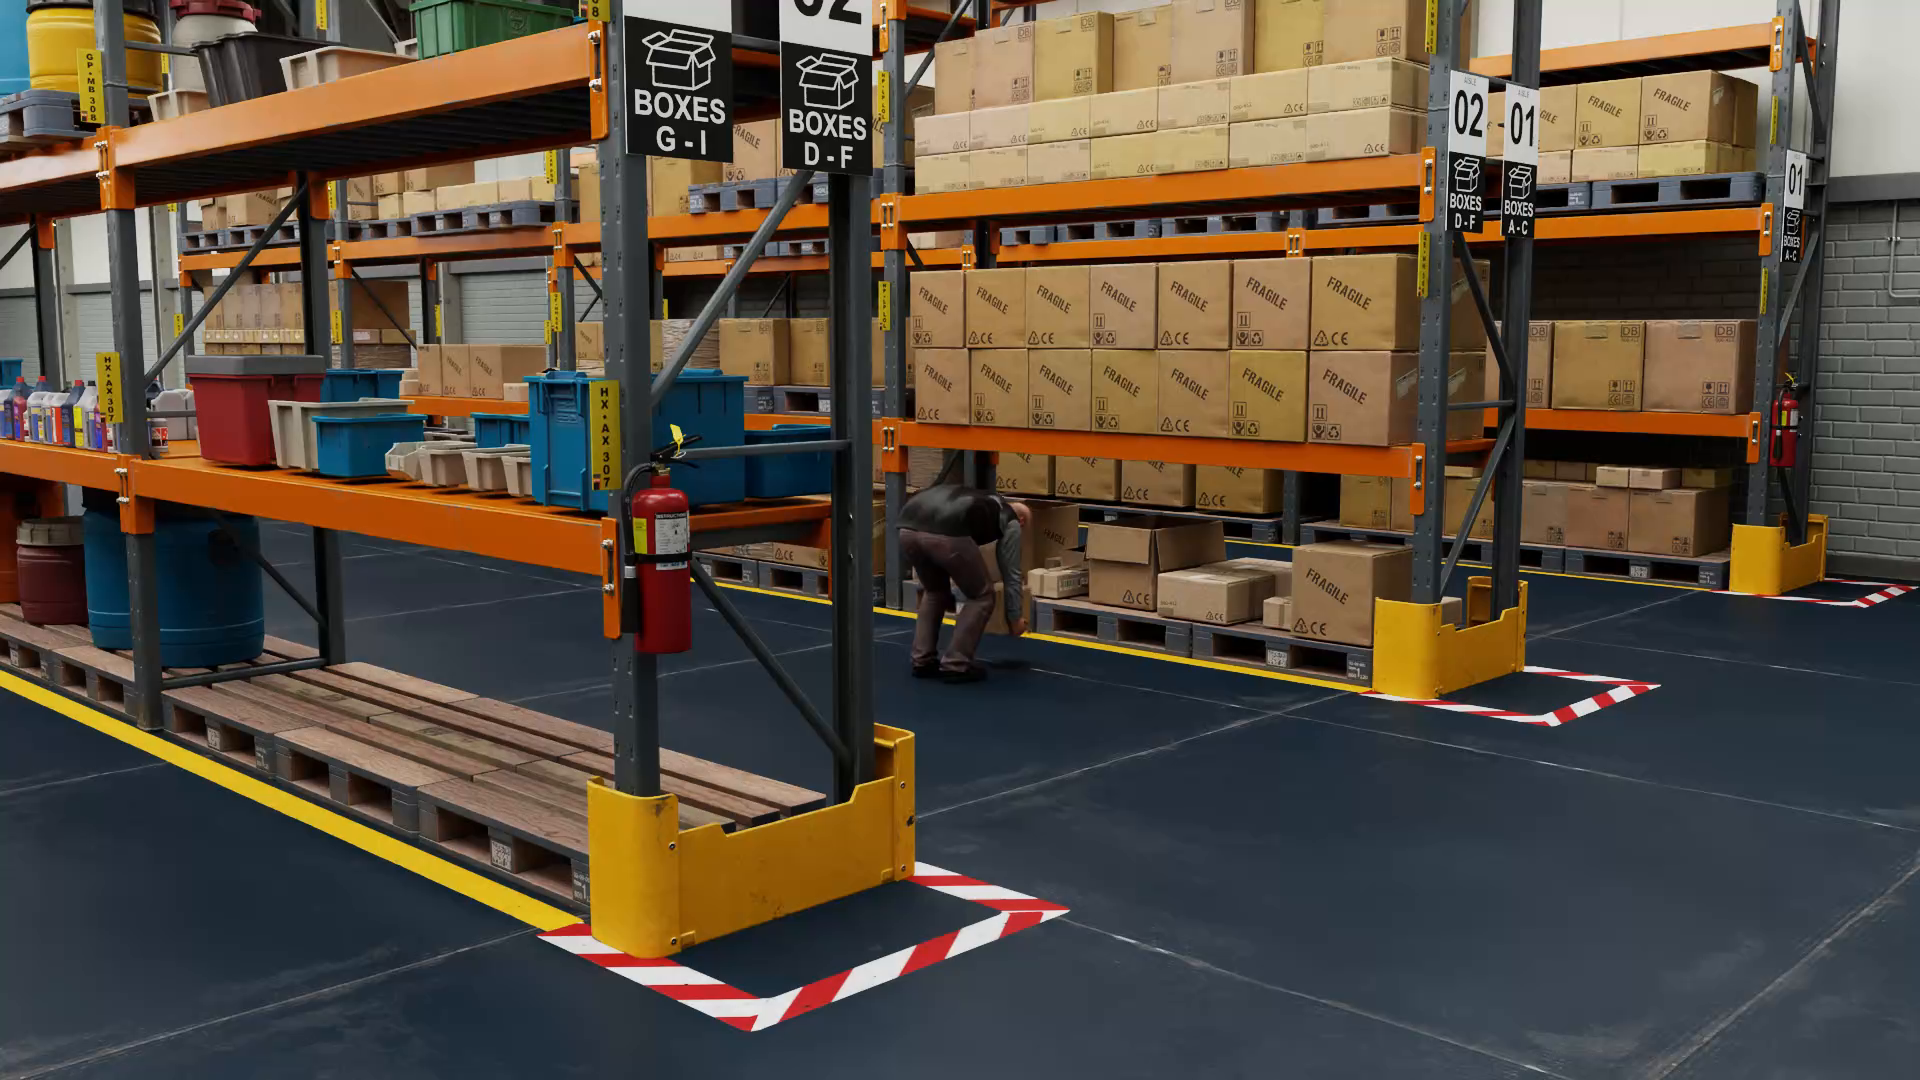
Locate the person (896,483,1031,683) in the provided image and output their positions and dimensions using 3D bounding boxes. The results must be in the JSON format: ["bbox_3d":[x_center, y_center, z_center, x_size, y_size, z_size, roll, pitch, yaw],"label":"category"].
[{"bbox_3d":[0.064,0.208,9.312,0.484,1.077,0.959,6,9,41],"label":"person"}]
